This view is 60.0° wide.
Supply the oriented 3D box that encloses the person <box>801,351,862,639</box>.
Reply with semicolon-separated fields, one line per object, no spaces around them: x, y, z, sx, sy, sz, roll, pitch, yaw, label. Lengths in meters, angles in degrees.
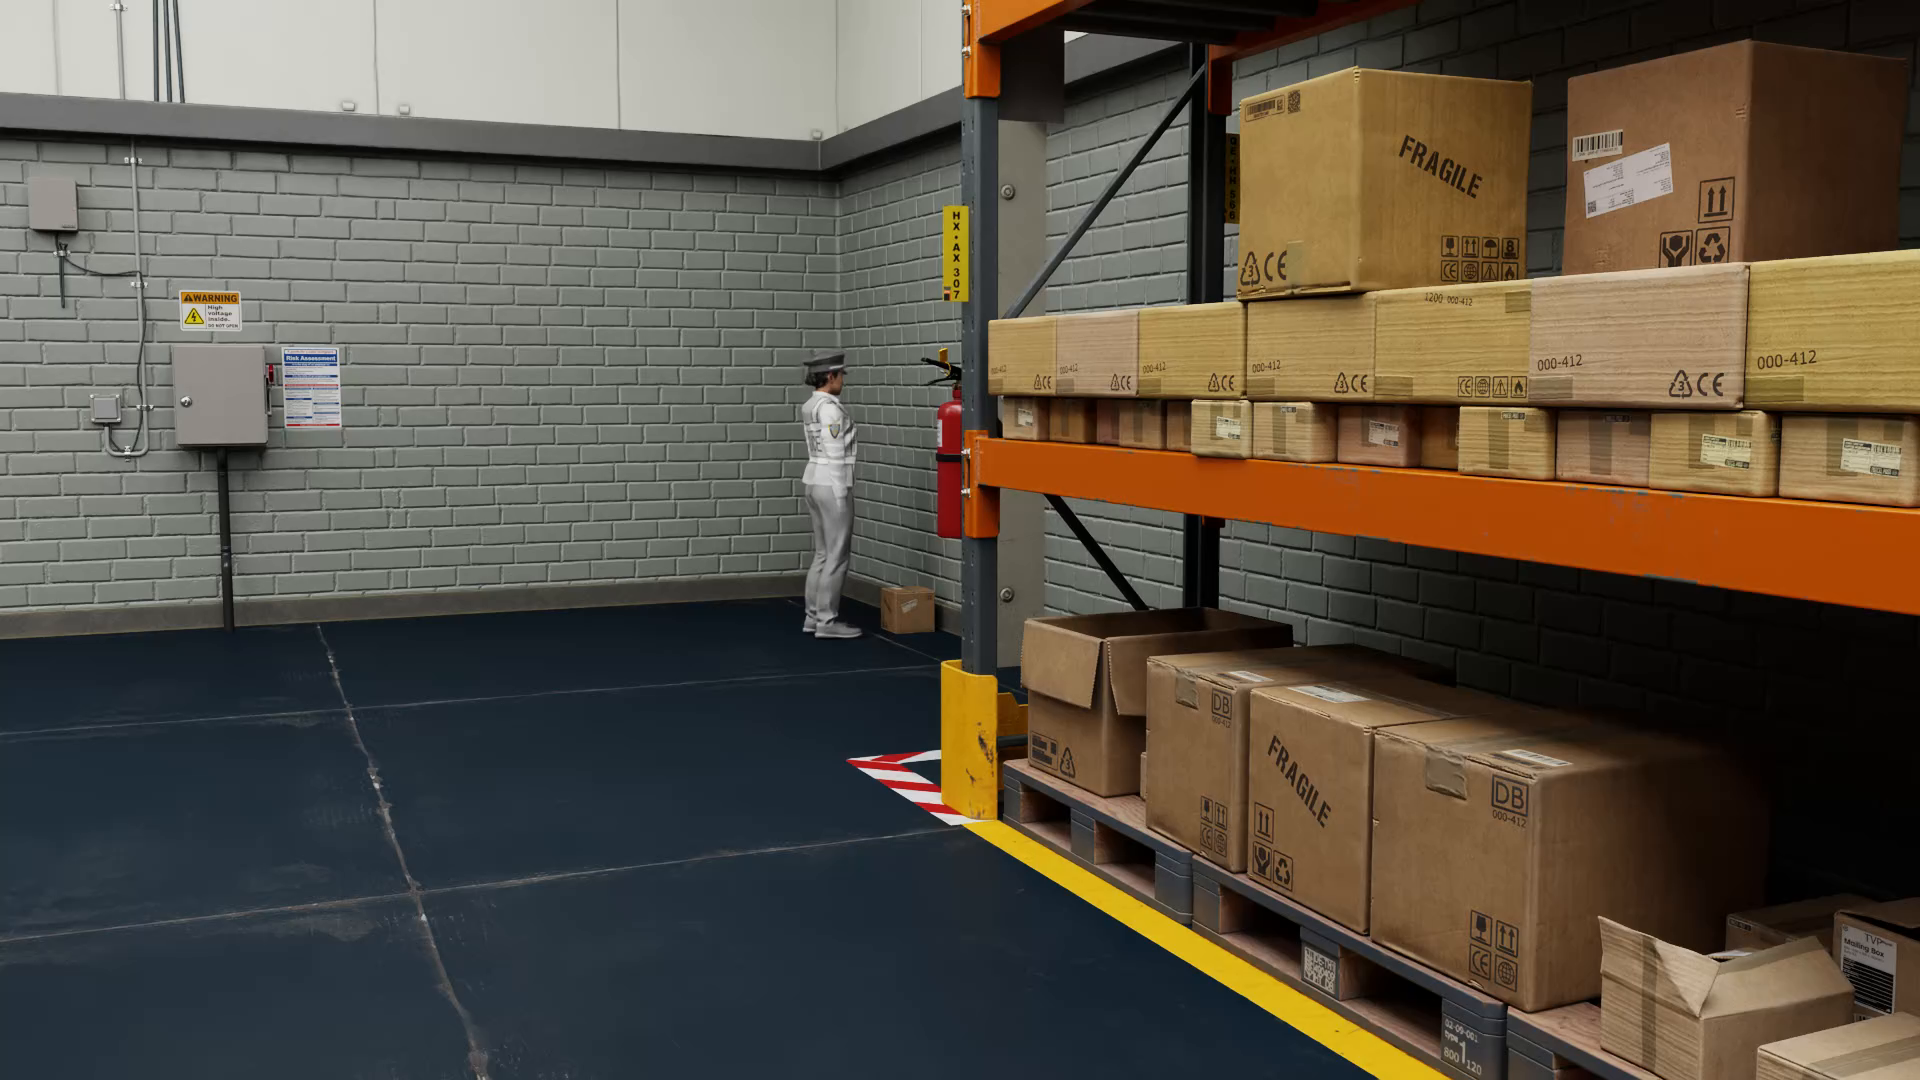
-0.754;-0.267;9.758;0.330;1.671;0.467;-2;6;-22;person
